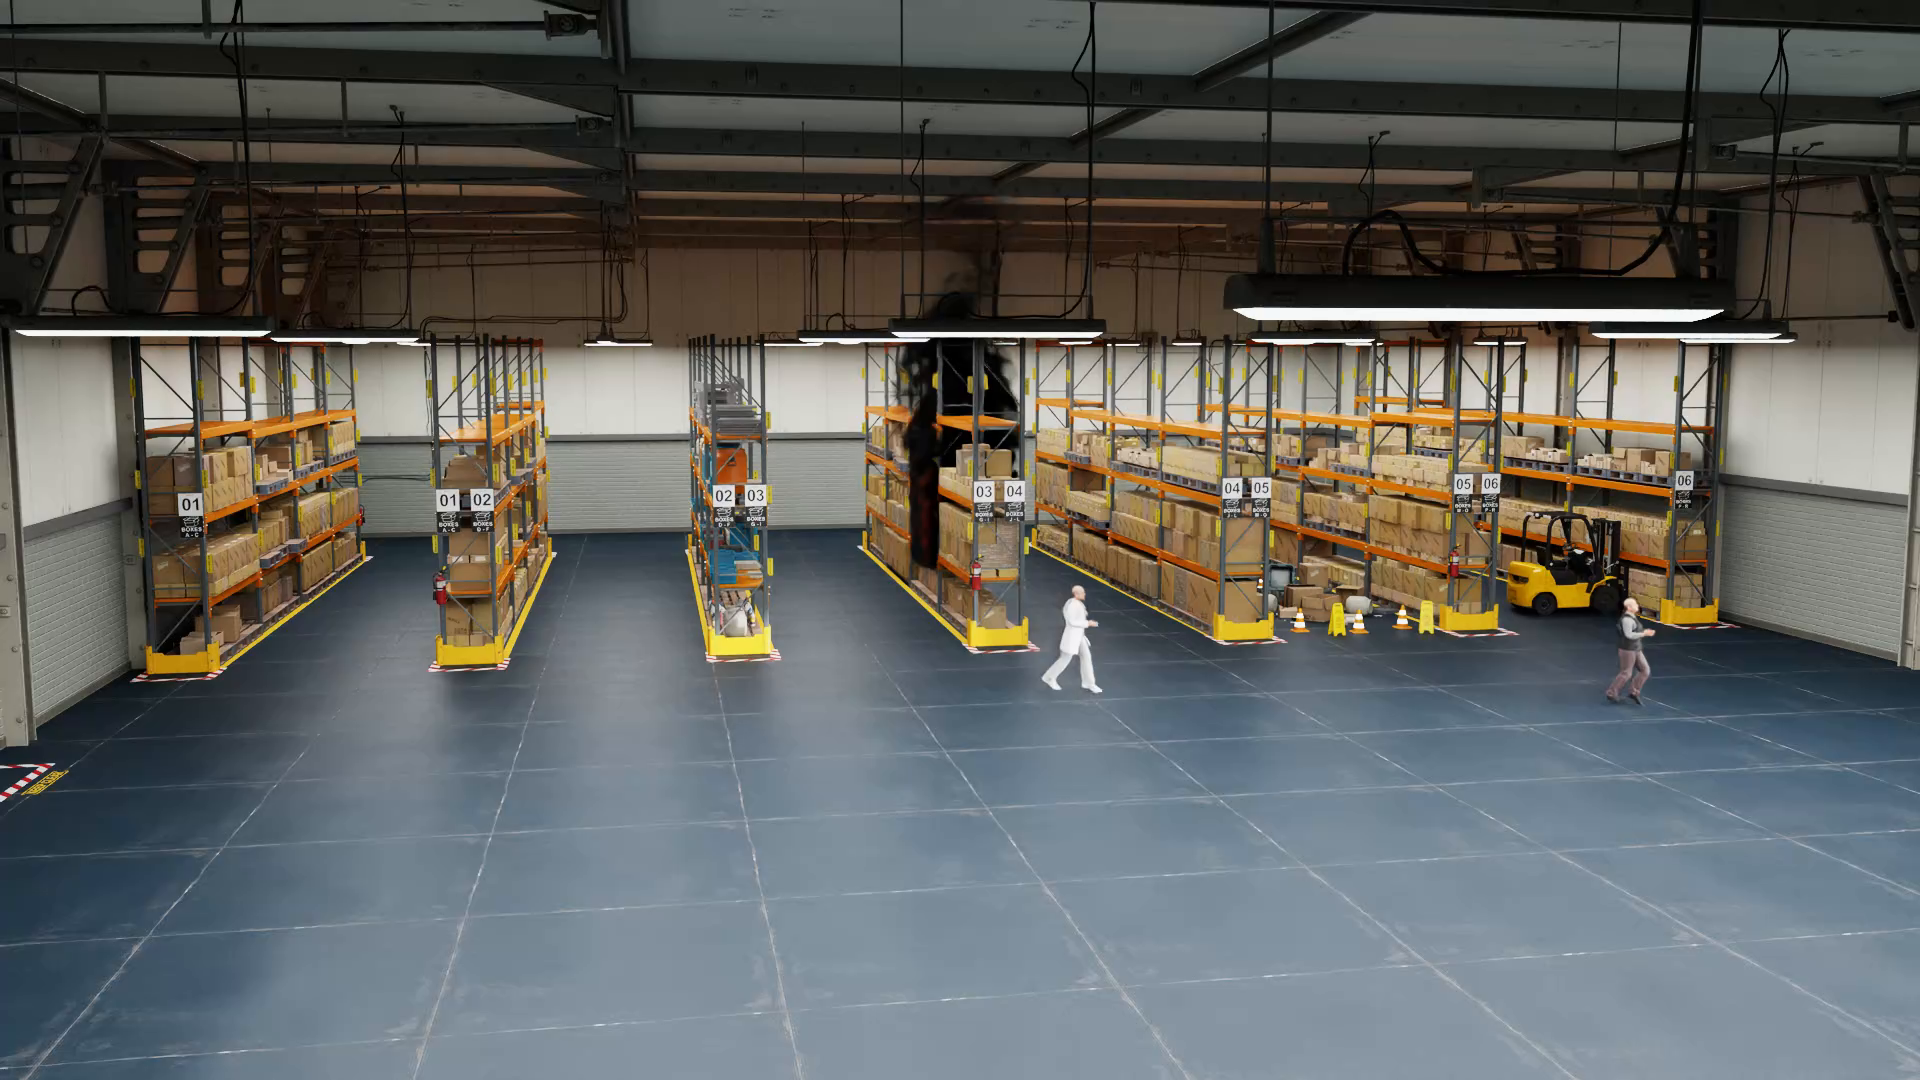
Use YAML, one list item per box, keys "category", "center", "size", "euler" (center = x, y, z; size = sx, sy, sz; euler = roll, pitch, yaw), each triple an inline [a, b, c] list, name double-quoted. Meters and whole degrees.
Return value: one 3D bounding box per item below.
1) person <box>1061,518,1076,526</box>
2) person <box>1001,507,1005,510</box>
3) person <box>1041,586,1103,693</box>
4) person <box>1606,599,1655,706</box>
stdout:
- category: "person"
  center: [3.219, -0.801, 49.780]
  size: [0.845, 1.646, 0.675]
  euler: [4, 8, 31]
- category: "person"
  center: [1.448, -0.394, 45.854]
  size: [0.732, 1.730, 0.751]
  euler: [-1, 7, -6]
- category: "person"
  center: [1.868, 1.653, 27.746]
  size: [1.017, 1.803, 0.660]
  euler: [3, 7, 21]
- category: "person"
  center: [10.804, 1.816, 26.741]
  size: [0.702, 1.763, 0.637]
  euler: [4, 8, 34]
